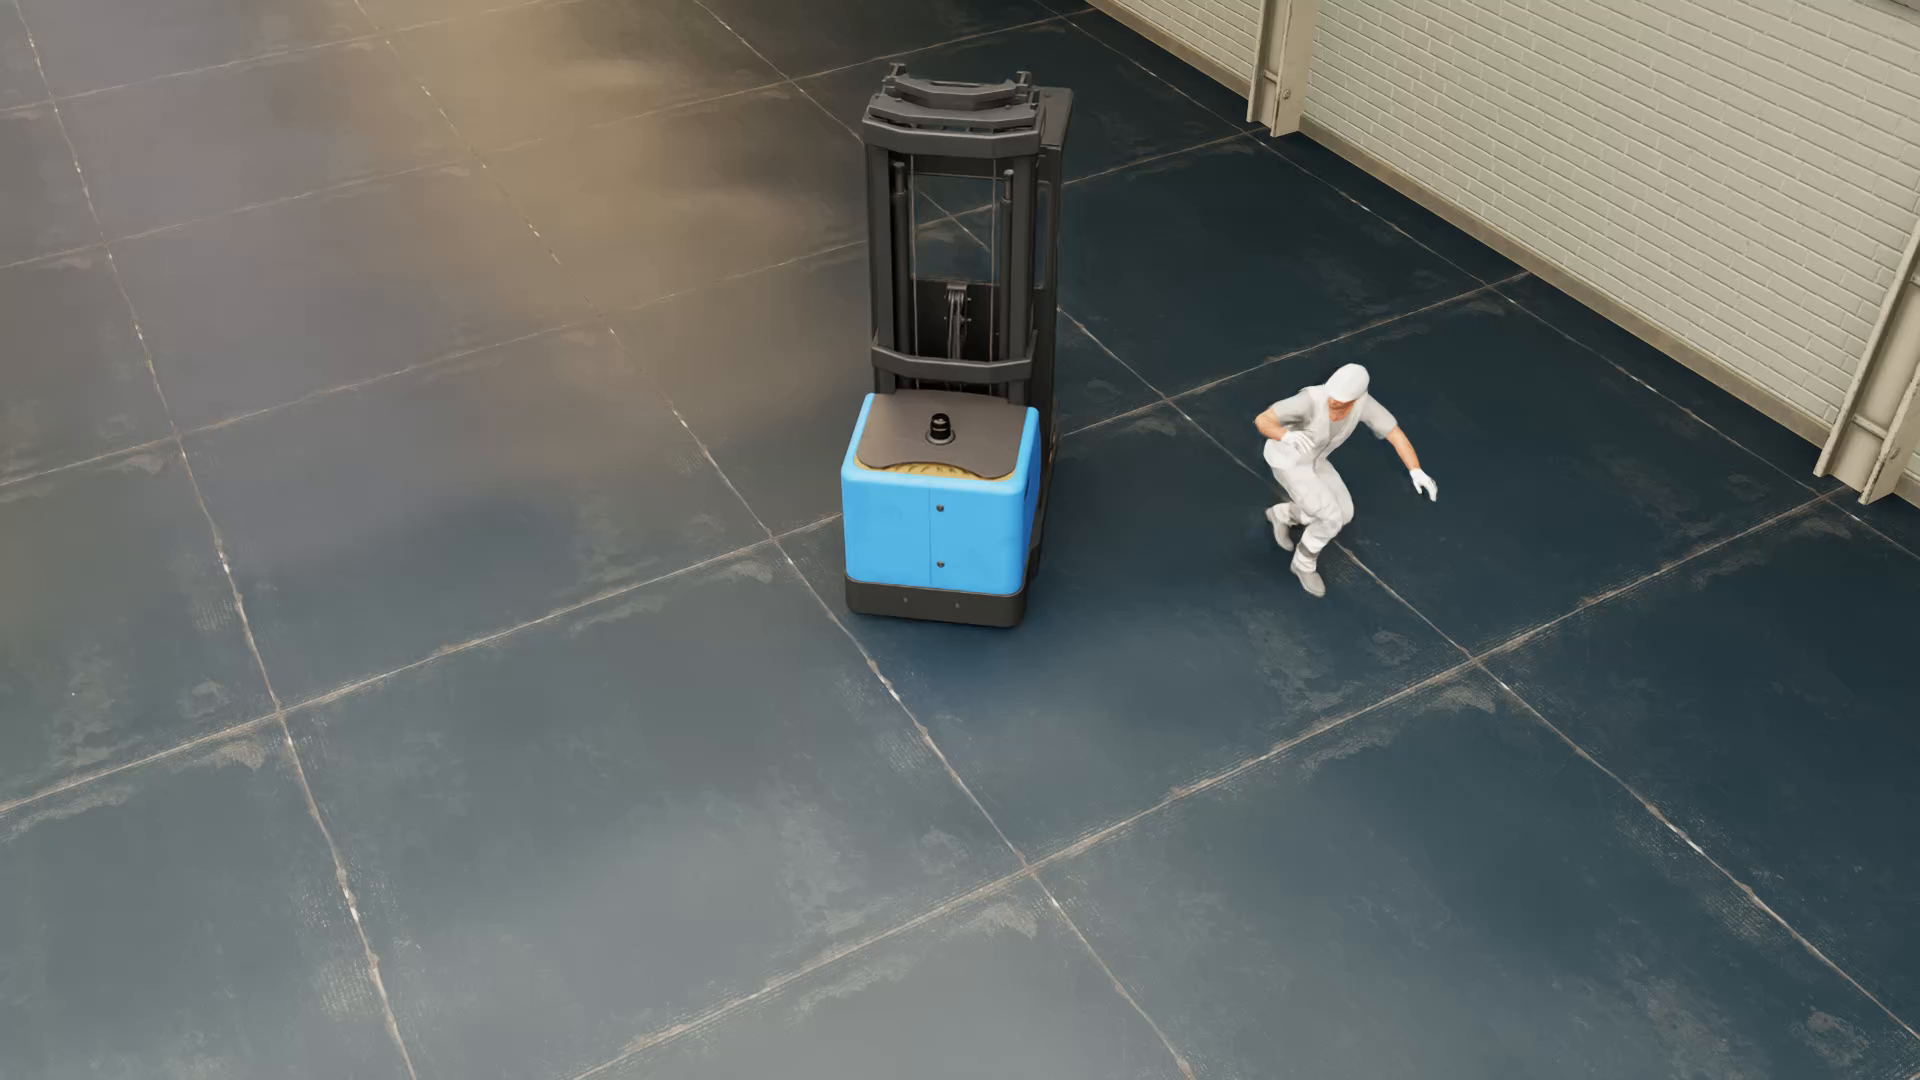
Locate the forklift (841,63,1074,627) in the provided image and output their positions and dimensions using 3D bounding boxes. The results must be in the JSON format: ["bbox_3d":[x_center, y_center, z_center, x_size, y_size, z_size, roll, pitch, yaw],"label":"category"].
[{"bbox_3d":[0.054,-1.564,9.922,1.130,2.935,3.031,5,40,6],"label":"forklift"}]

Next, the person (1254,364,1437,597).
[{"bbox_3d":[2.160,-0.327,9.566,0.788,1.483,1.021,-27,47,-29],"label":"person"}]
